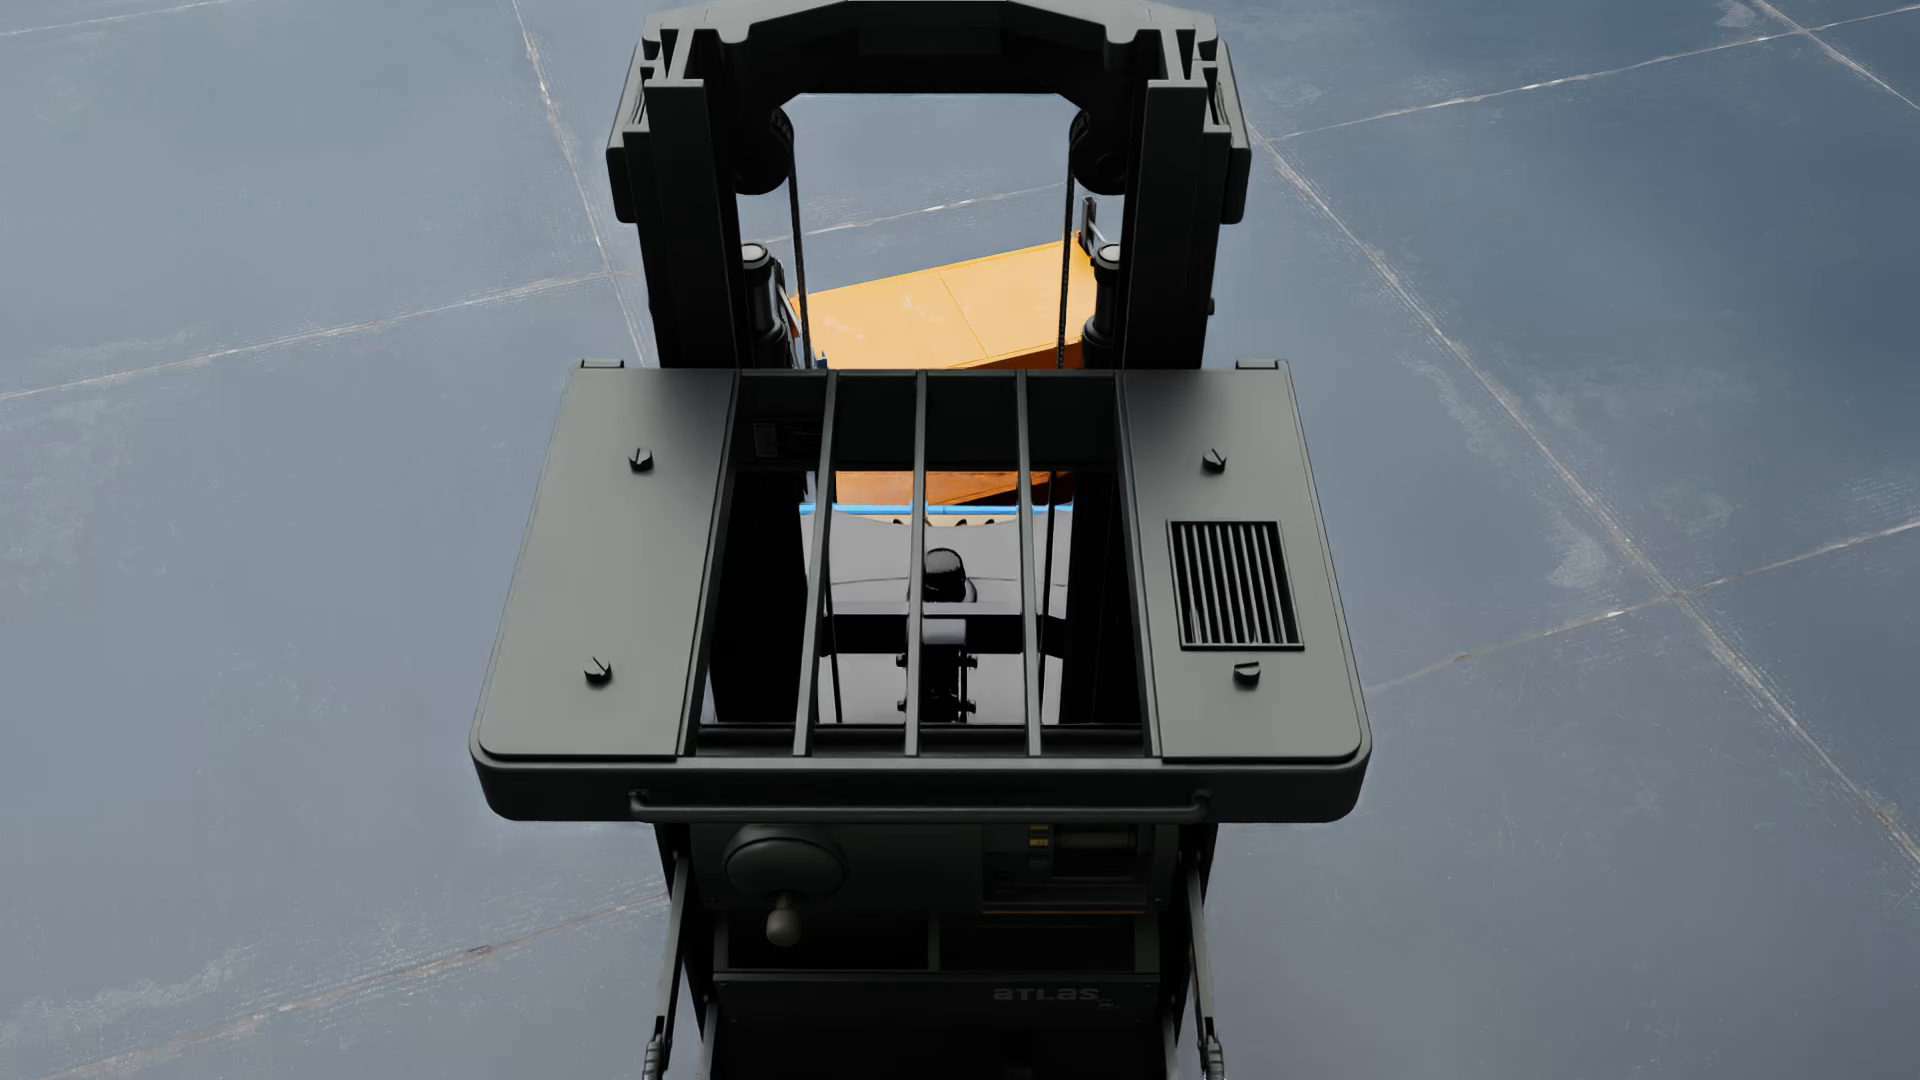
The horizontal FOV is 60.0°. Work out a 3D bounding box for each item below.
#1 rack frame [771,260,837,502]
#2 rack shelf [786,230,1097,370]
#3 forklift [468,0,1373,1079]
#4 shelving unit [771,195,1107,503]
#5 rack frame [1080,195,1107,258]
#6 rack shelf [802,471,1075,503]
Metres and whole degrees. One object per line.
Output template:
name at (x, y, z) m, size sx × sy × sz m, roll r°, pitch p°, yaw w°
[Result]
rack frame at (-0.472, -0.276, 5.231) m, size 0.032 × 1.125 × 0.500 m, roll -14°, pitch 47°, yaw -14°
rack shelf at (0.006, -0.605, 5.146) m, size 1.000 × 0.278 × 0.538 m, roll -14°, pitch 47°, yaw -14°
forklift at (-0.046, 0.669, 3.014) m, size 1.130 × 2.935 × 3.031 m, roll 0°, pitch 45°, yaw 0°
shelving unit at (0.006, -0.399, 5.353) m, size 1.048 × 1.125 × 0.538 m, roll -14°, pitch 47°, yaw -14°
rack frame at (0.485, -0.521, 5.475) m, size 0.032 × 1.125 × 0.500 m, roll -14°, pitch 47°, yaw -14°
rack shelf at (0.006, -0.226, 5.526) m, size 1.000 × 0.278 × 0.538 m, roll -14°, pitch 47°, yaw -14°
